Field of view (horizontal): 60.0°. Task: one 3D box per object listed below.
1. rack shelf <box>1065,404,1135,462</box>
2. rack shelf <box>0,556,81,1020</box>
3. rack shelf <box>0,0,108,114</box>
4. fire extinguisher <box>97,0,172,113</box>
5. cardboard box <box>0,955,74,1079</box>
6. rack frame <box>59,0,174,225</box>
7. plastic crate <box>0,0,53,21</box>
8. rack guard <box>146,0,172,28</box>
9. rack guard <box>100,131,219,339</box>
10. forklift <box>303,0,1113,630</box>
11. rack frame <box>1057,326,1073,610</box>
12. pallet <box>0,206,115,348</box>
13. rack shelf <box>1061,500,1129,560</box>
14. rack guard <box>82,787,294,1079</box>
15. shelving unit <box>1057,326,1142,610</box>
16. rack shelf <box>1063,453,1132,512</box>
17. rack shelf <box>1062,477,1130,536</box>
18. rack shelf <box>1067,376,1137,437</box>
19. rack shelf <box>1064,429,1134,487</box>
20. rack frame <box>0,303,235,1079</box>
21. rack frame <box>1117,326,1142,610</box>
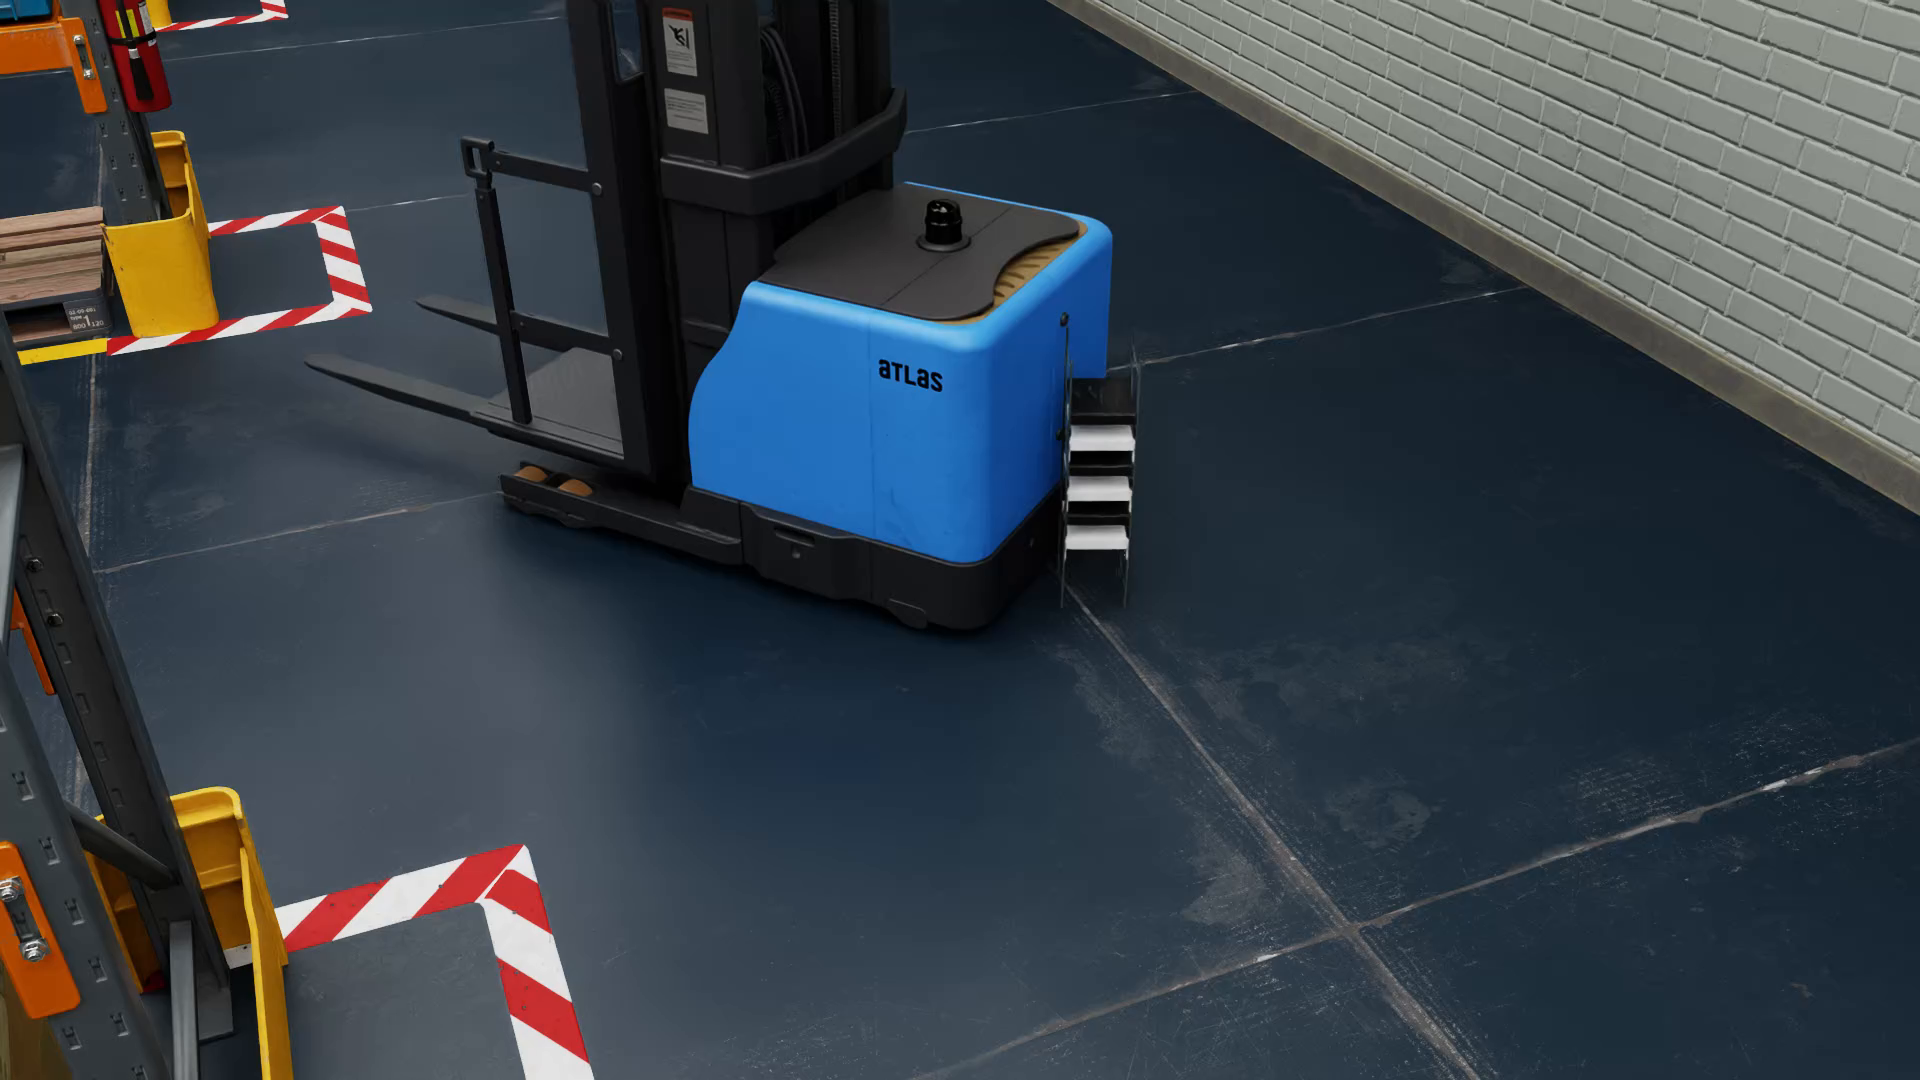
[{"bbox_3d":[0.432,-0.338,5.175,0.200,0.077,0.258,0,33,0],"label":"rack shelf"},{"bbox_3d":[-3.516,0.794,2.440,4.000,0.370,1.077,-13,35,-19],"label":"rack shelf"},{"bbox_3d":[-5.434,-1.697,6.267,4.000,0.370,1.077,-13,35,-19],"label":"rack shelf"},{"bbox_3d":[-3.274,-2.035,6.541,0.183,0.674,0.296,-13,35,-19],"label":"fire extinguisher"},{"bbox_3d":[-2.231,0.960,3.088,0.875,0.875,0.875,-13,35,-19],"label":"cardboard box"},{"bbox_3d":[-3.589,-2.421,6.720,0.127,3.000,1.000,-13,35,-19],"label":"rack frame"},{"bbox_3d":[-3.826,-2.296,6.441,0.499,0.435,0.616,-13,35,-19],"label":"plastic crate"},{"bbox_3d":[-5.574,-3.849,11.207,0.348,0.500,1.175,-13,35,-19],"label":"rack guard"},{"bbox_3d":[-3.572,-1.385,7.420,0.348,0.500,1.175,-13,35,-19],"label":"rack guard"},{"bbox_3d":[-1.037,-1.507,5.378,3.031,2.935,1.130,16,36,23],"label":"forklift"},{"bbox_3d":[0.330,-0.215,5.255,0.006,0.900,0.240,0,33,0],"label":"rack frame"},{"bbox_3d":[-4.365,-1.097,7.243,1.213,0.211,1.003,-13,35,-19],"label":"pallet"},{"bbox_3d":[0.432,-0.036,5.372,0.200,0.077,0.258,0,33,0],"label":"rack shelf"},{"bbox_3d":[-1.650,1.112,3.582,0.348,0.500,1.175,-13,35,-19],"label":"rack guard"},{"bbox_3d":[0.432,-0.215,5.255,0.210,0.900,0.258,0,33,0],"label":"shelving unit"},{"bbox_3d":[0.432,-0.187,5.273,0.200,0.077,0.258,0,33,0],"label":"rack shelf"},{"bbox_3d":[0.432,-0.112,5.322,0.200,0.077,0.258,0,33,0],"label":"rack shelf"},{"bbox_3d":[0.432,-0.413,5.126,0.200,0.077,0.258,0,33,0],"label":"rack shelf"},{"bbox_3d":[0.432,-0.262,5.224,0.200,0.077,0.258,0,33,0],"label":"rack shelf"},{"bbox_3d":[-1.672,0.070,2.892,0.127,3.000,1.000,-13,35,-19],"label":"rack frame"},{"bbox_3d":[0.534,-0.215,5.256,0.006,0.900,0.240,0,33,0],"label":"rack frame"}]
